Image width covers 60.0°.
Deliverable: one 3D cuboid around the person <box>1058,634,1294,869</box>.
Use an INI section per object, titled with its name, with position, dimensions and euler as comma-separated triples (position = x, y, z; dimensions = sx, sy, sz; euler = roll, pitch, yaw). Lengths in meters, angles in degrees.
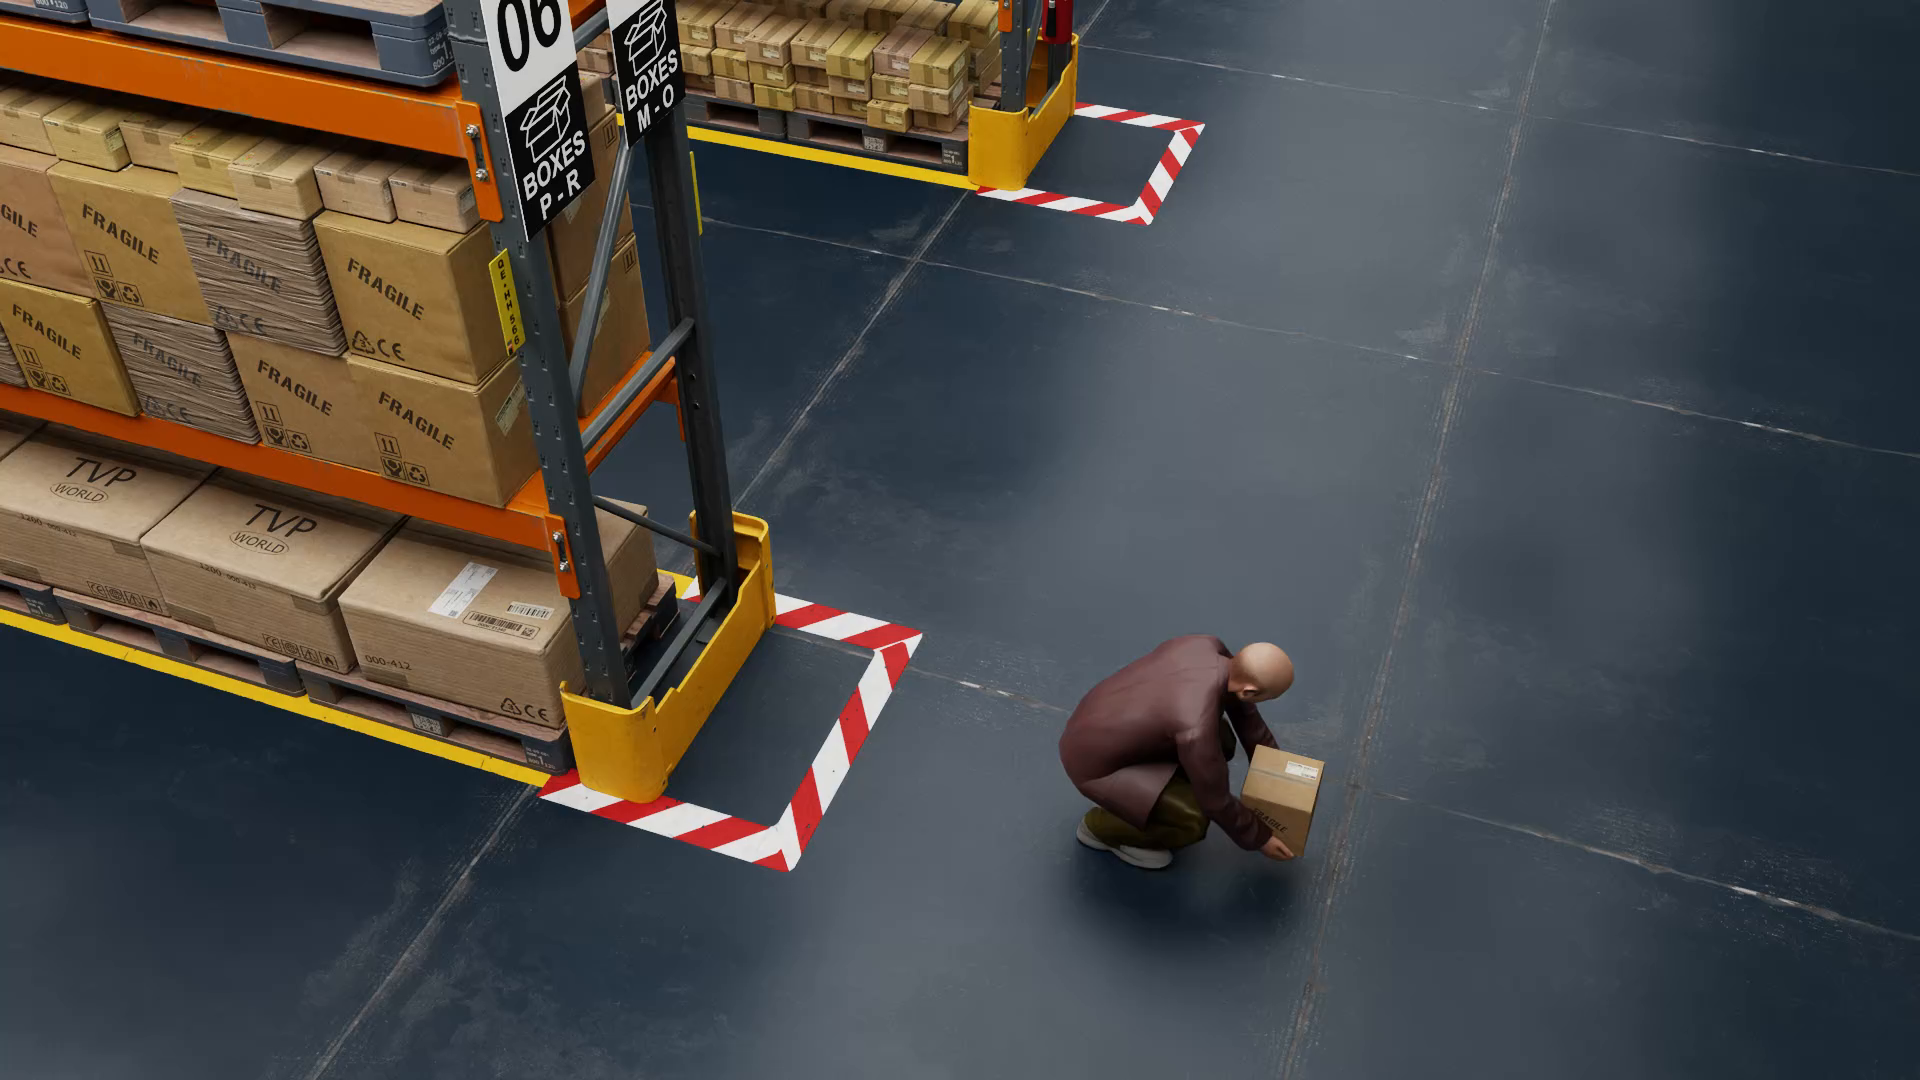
[person]
position = 0.807, 0.725, 5.934
dimensions = 0.904, 0.997, 0.601
euler = 13, 43, 15
